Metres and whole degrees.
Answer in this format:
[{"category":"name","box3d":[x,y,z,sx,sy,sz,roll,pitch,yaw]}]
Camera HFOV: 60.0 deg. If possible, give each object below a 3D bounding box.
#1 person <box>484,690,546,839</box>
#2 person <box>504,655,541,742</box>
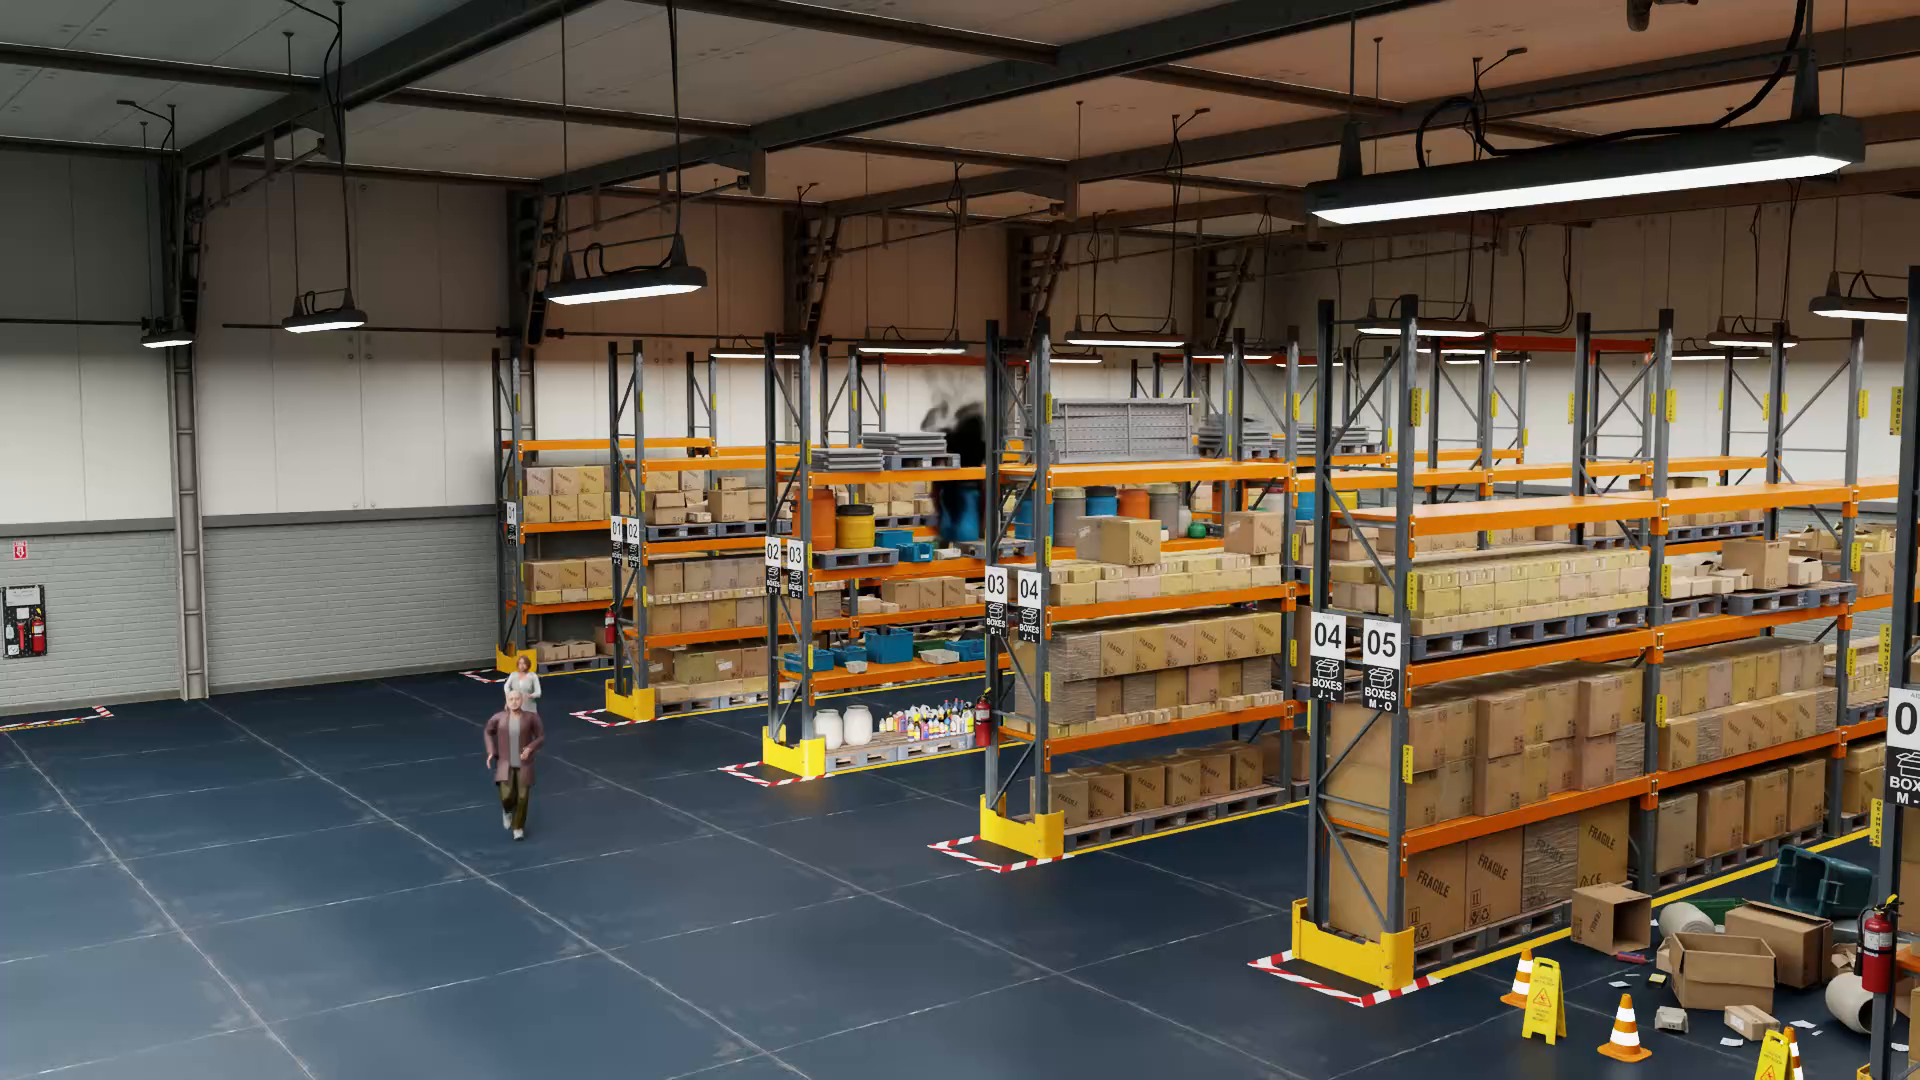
[{"category":"person","box3d":[-5.162,2.655,19.299,0.715,1.639,0.624,-1,5,-12]},{"category":"person","box3d":[-5.968,2.375,22.699,0.505,1.625,0.691,-1,5,-11]}]
